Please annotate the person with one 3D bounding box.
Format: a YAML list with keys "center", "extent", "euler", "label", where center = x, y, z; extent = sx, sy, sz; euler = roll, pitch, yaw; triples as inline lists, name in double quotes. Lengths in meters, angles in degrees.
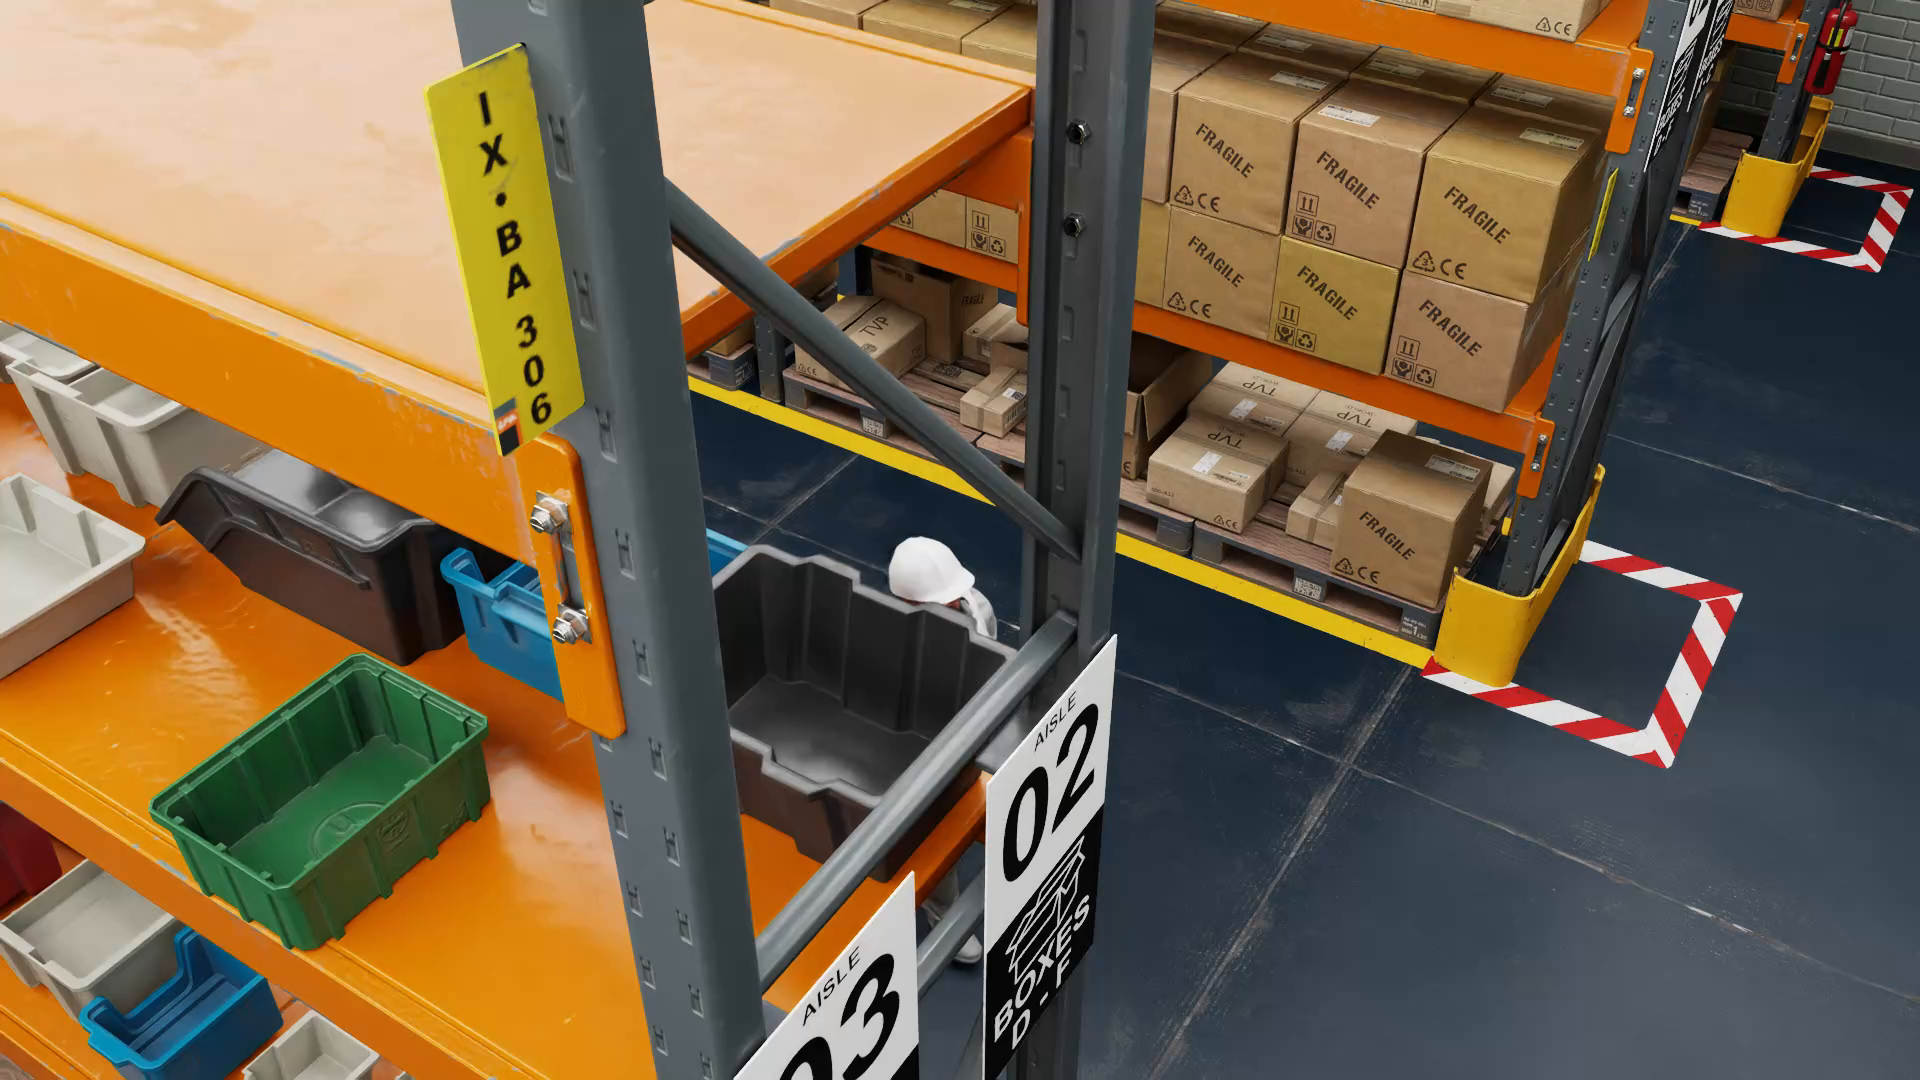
- center: [-0.124, 0.650, 5.787]
  extent: [0.549, 1.753, 0.785]
  euler: [-27, 46, -30]
  label: "person"
